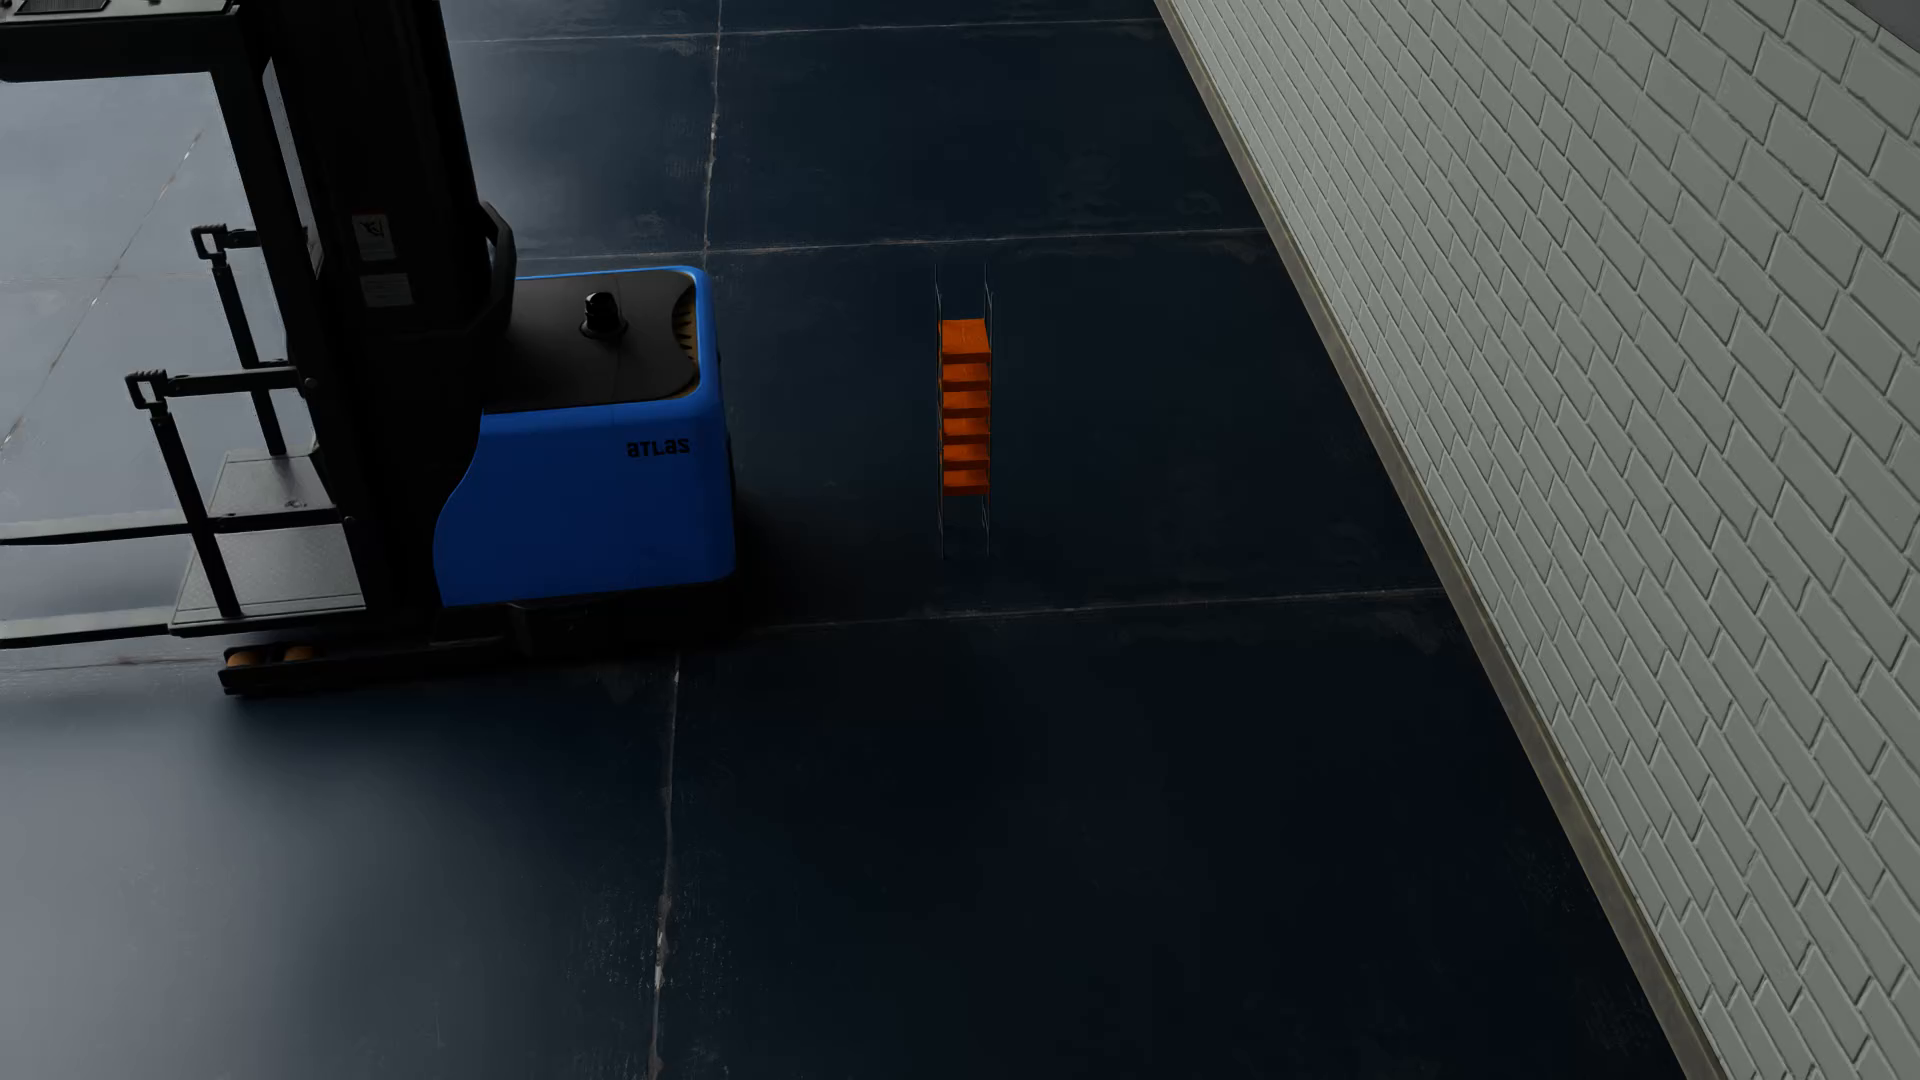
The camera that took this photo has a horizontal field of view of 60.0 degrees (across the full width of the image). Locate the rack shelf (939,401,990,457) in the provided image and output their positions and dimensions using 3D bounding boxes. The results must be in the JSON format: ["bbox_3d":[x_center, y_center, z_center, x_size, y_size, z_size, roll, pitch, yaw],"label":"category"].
[{"bbox_3d":[0.014,-0.437,6.407,0.180,0.103,0.258,-3,38,-4],"label":"rack shelf"}]

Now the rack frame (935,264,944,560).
[{"bbox_3d":[-0.077,-0.467,6.373,0.006,1.200,0.240,-3,38,-4],"label":"rack frame"}]

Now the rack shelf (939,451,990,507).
[{"bbox_3d":[0.014,-0.249,6.556,0.180,0.103,0.258,-3,38,-4],"label":"rack shelf"}]

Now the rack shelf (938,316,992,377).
[{"bbox_3d":[0.014,-0.720,6.184,0.180,0.103,0.258,-3,38,-4],"label":"rack shelf"}]

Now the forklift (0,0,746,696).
[{"bbox_3d":[-2.372,-0.937,5.571,3.031,2.935,1.130,-5,39,-7],"label":"forklift"}]

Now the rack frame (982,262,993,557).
[{"bbox_3d":[0.106,-0.477,6.386,0.006,1.200,0.240,-3,38,-4],"label":"rack frame"}]

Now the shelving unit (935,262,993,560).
[{"bbox_3d":[0.014,-0.472,6.379,0.189,1.200,0.258,-3,38,-4],"label":"shelving unit"}]

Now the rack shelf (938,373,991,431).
[{"bbox_3d":[0.014,-0.531,6.333,0.180,0.103,0.258,-3,38,-4],"label":"rack shelf"}]

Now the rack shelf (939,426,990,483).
[{"bbox_3d":[0.014,-0.343,6.481,0.180,0.103,0.258,-3,38,-4],"label":"rack shelf"}]

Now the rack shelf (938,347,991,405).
[{"bbox_3d":[0.014,-0.625,6.258,0.180,0.103,0.258,-3,38,-4],"label":"rack shelf"}]
